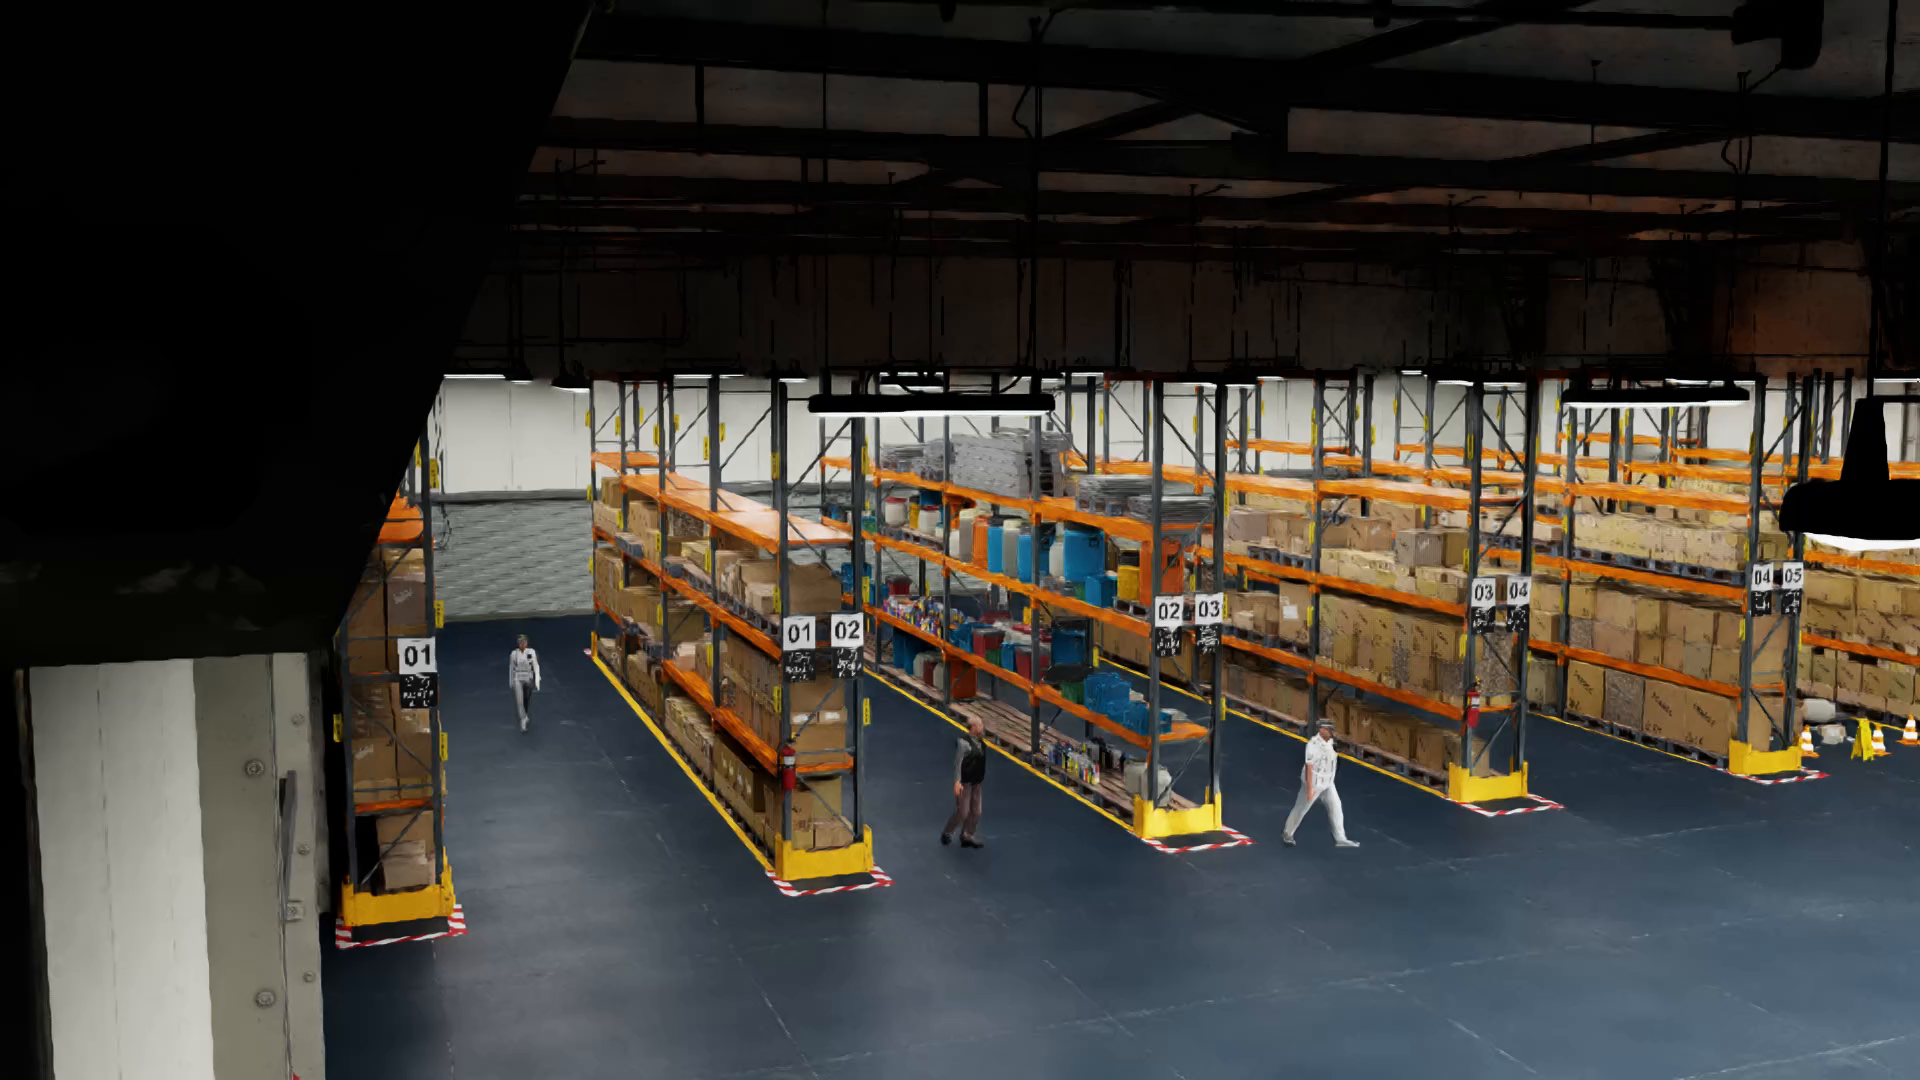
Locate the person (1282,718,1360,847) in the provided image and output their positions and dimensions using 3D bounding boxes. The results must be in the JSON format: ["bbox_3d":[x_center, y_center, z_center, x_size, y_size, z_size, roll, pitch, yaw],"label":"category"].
[{"bbox_3d":[4.626,3.103,21.378,0.586,1.711,0.972,-6,9,-43],"label":"person"}]

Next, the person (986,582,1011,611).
[{"bbox_3d":[0.855,1.407,36.965,0.592,1.629,0.532,-3,7,-22],"label":"person"}]

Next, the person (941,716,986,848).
[{"bbox_3d":[0.046,3.100,21.413,0.542,1.710,0.580,4,8,33],"label":"person"}]

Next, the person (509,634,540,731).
[{"bbox_3d":[-7.382,2.371,28.207,0.502,1.625,0.997,-2,7,-21],"label":"person"}]
